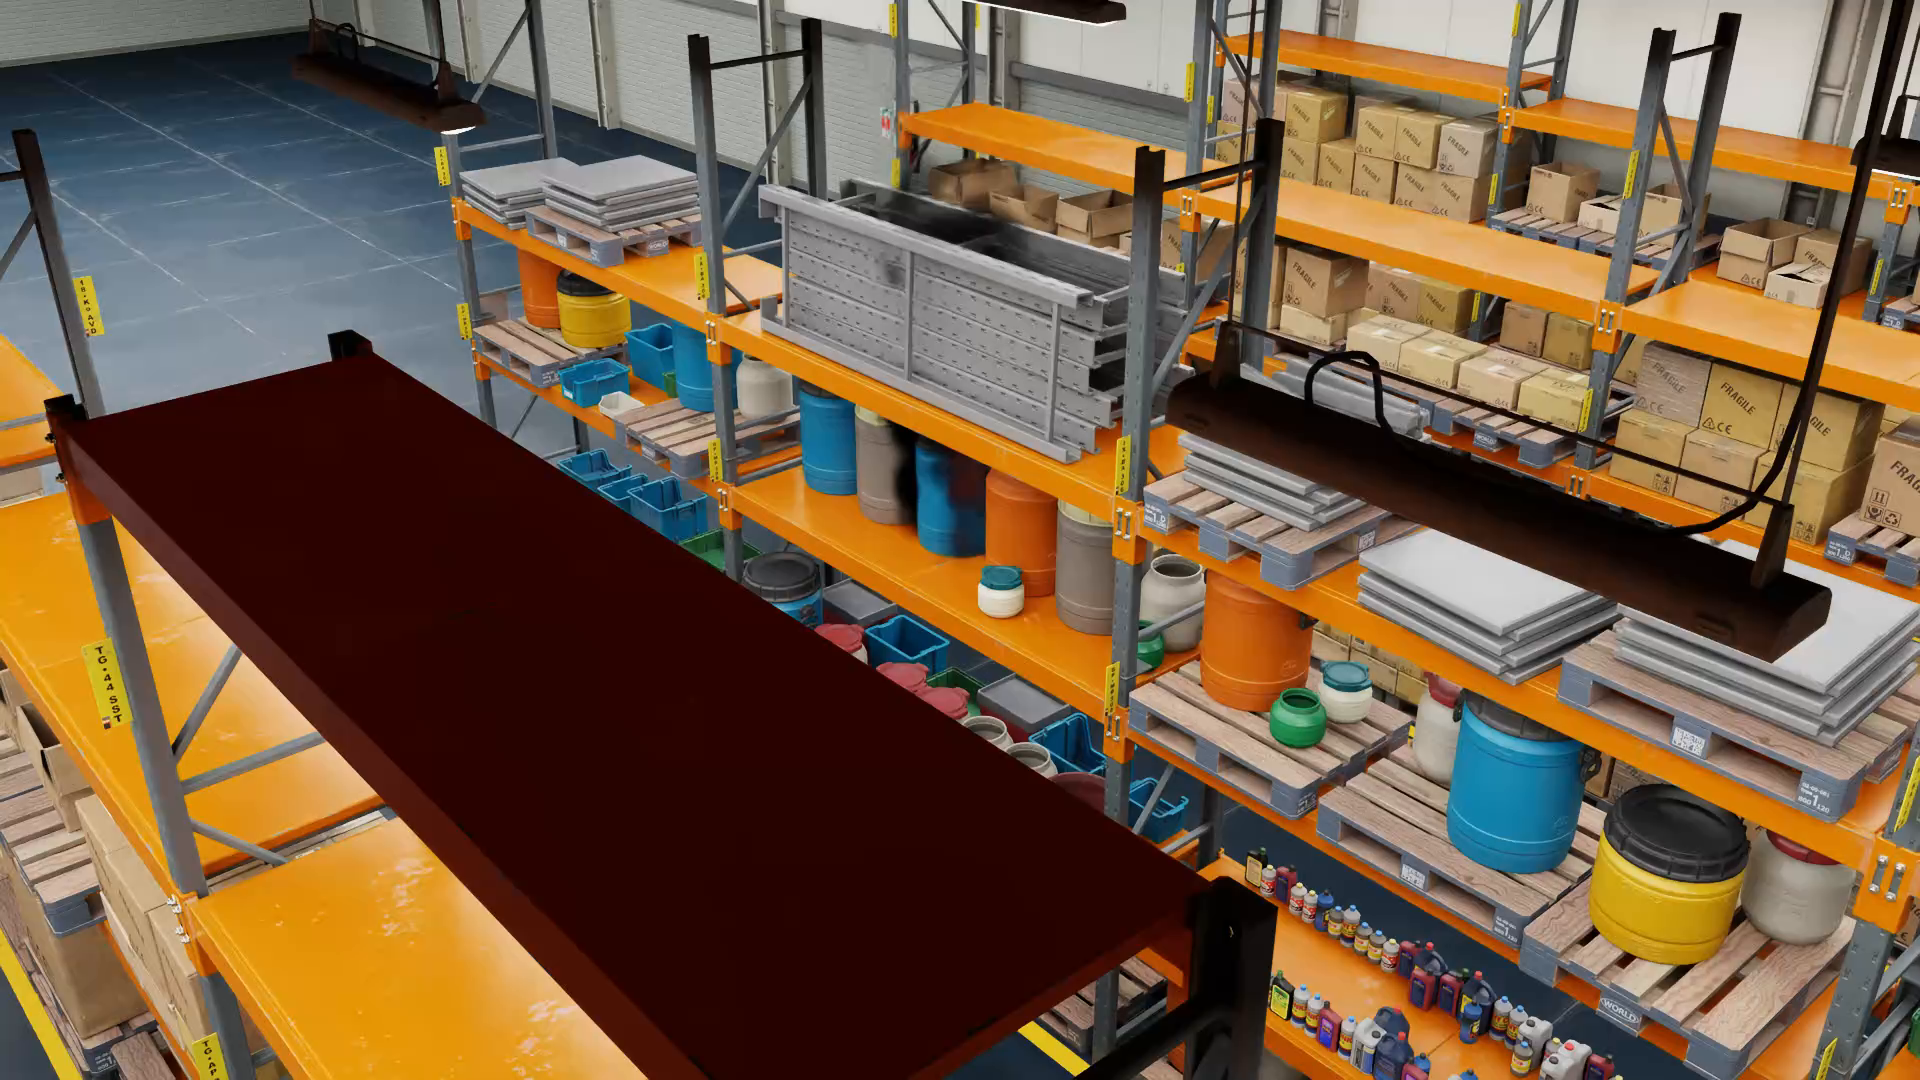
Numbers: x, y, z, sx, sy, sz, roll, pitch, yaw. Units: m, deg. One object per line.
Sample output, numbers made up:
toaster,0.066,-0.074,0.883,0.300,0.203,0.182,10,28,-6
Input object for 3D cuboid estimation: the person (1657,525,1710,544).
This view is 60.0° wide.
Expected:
person,6.608,0.223,15.226,0.738,1.738,0.766,-22,34,-36
